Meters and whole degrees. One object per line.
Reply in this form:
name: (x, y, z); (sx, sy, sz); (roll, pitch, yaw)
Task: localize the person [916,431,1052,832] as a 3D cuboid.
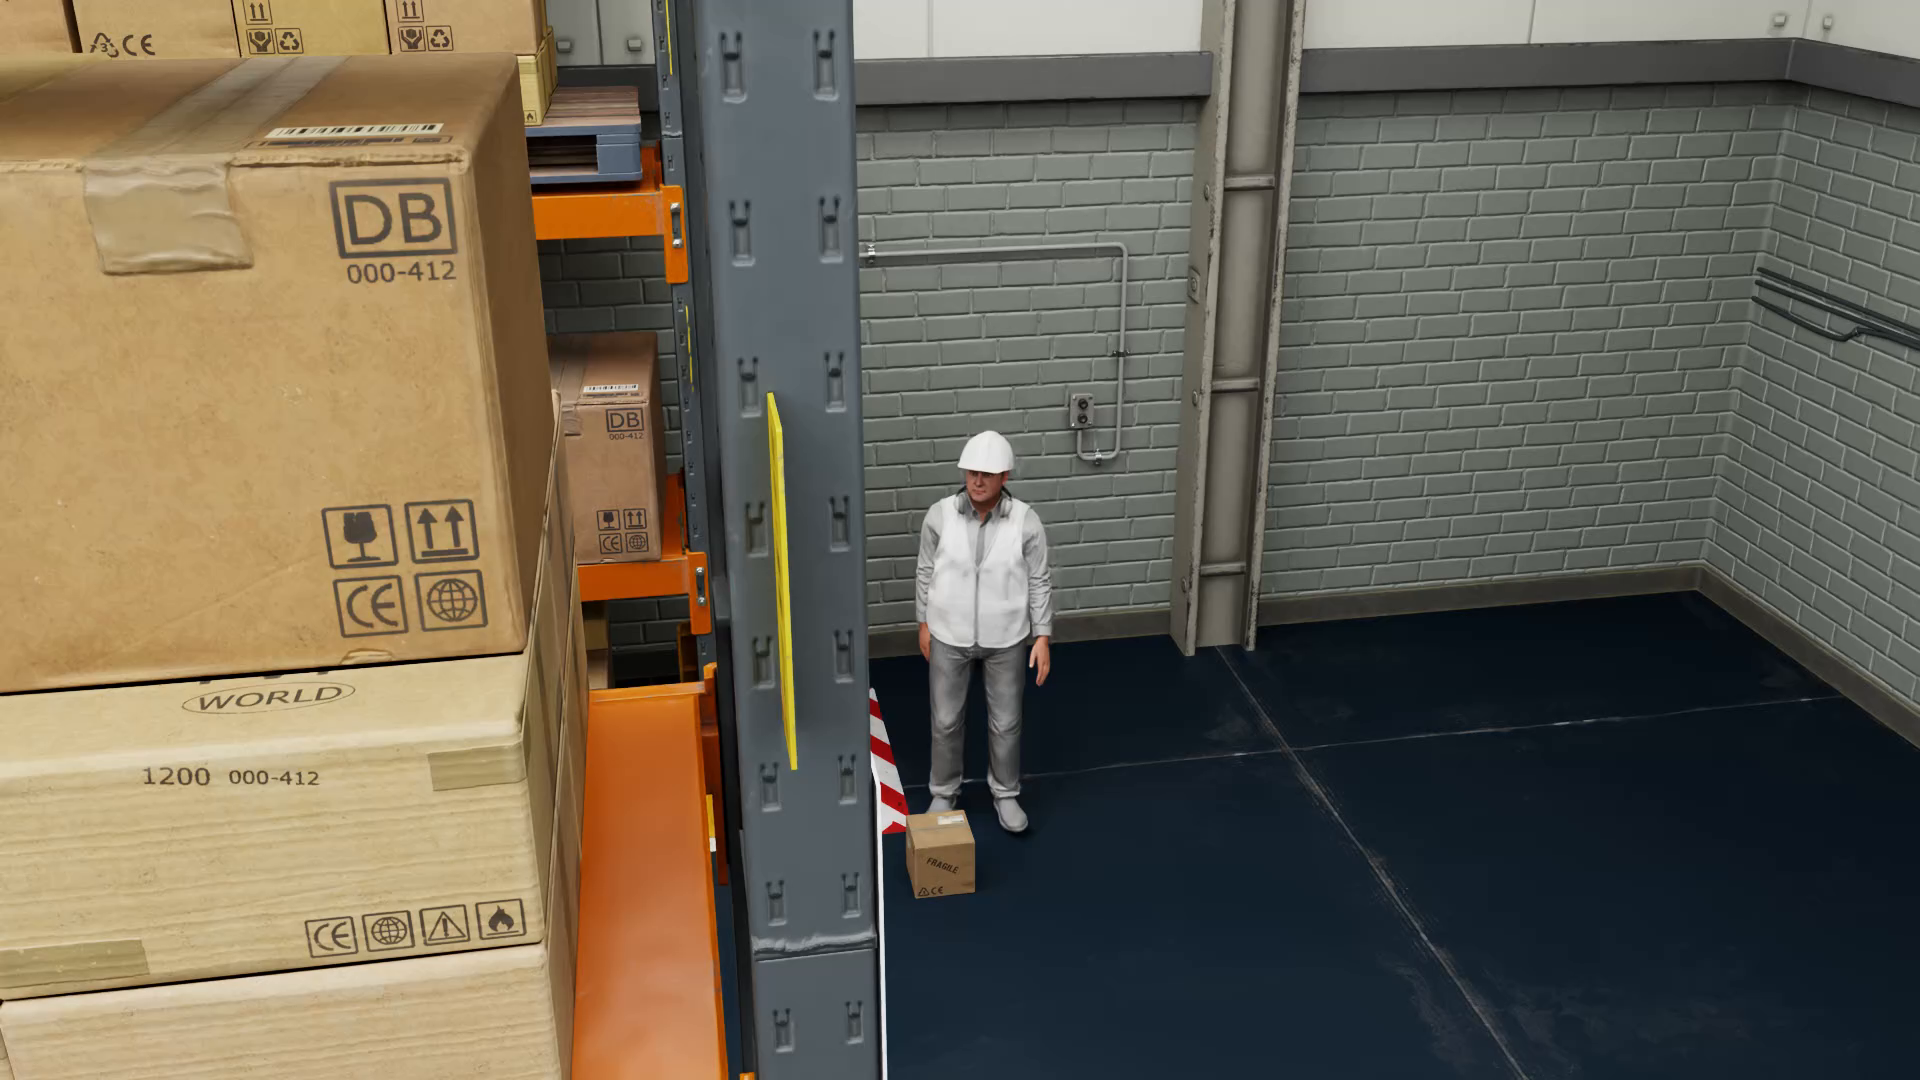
person: (0.097, 0.409, 7.060); (0.584, 1.782, 0.413); (1, 23, 3)
